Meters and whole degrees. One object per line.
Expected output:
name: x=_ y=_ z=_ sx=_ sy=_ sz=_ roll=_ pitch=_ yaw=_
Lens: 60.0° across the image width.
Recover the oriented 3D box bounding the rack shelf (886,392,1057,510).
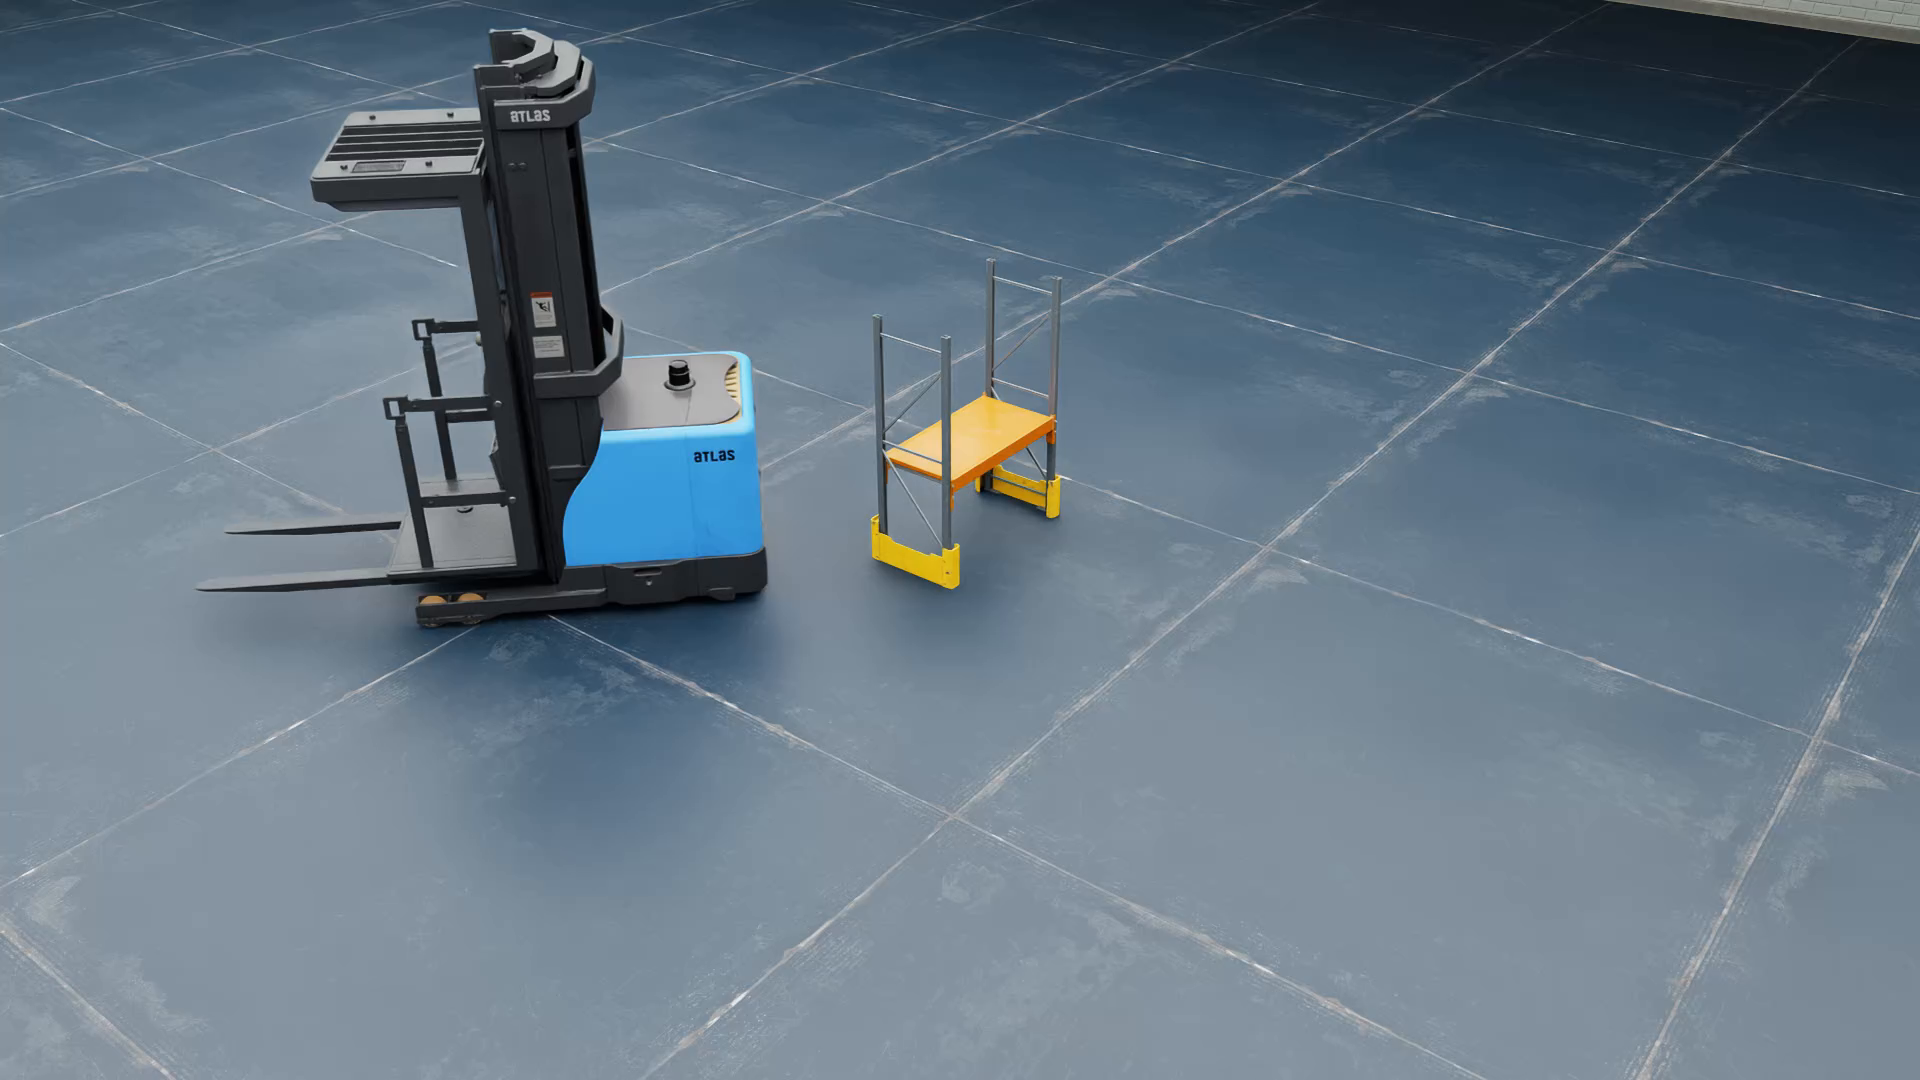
rack shelf: x=0.052 y=-0.525 z=9.518 sx=0.538 sy=0.185 sz=1.000 roll=21 pitch=37 yaw=31

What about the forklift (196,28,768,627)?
forklift: x=-2.623 y=-1.079 z=8.696 sx=3.031 sy=2.935 sz=1.130 roll=-4 pitch=31 yaw=-7

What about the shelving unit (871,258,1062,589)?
shelving unit: x=0.046 y=-0.676 z=9.420 sx=0.587 sy=1.500 sz=1.083 roll=21 pitch=37 yaw=31

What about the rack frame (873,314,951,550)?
rack frame: x=-0.255 y=-0.473 z=9.077 sx=0.500 sy=1.500 sz=0.032 roll=21 pitch=37 yaw=31

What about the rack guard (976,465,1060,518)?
rack guard: x=0.347 y=-0.341 z=10.080 sx=0.587 sy=0.250 sz=0.087 roll=21 pitch=37 yaw=31

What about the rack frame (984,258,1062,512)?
rack frame: x=0.358 y=-0.887 z=9.775 sx=0.500 sy=1.500 sz=0.032 roll=21 pitch=37 yaw=31

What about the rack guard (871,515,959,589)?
rack guard: x=-0.255 y=0.064 z=9.397 sx=0.587 sy=0.250 sz=0.087 roll=21 pitch=37 yaw=31
